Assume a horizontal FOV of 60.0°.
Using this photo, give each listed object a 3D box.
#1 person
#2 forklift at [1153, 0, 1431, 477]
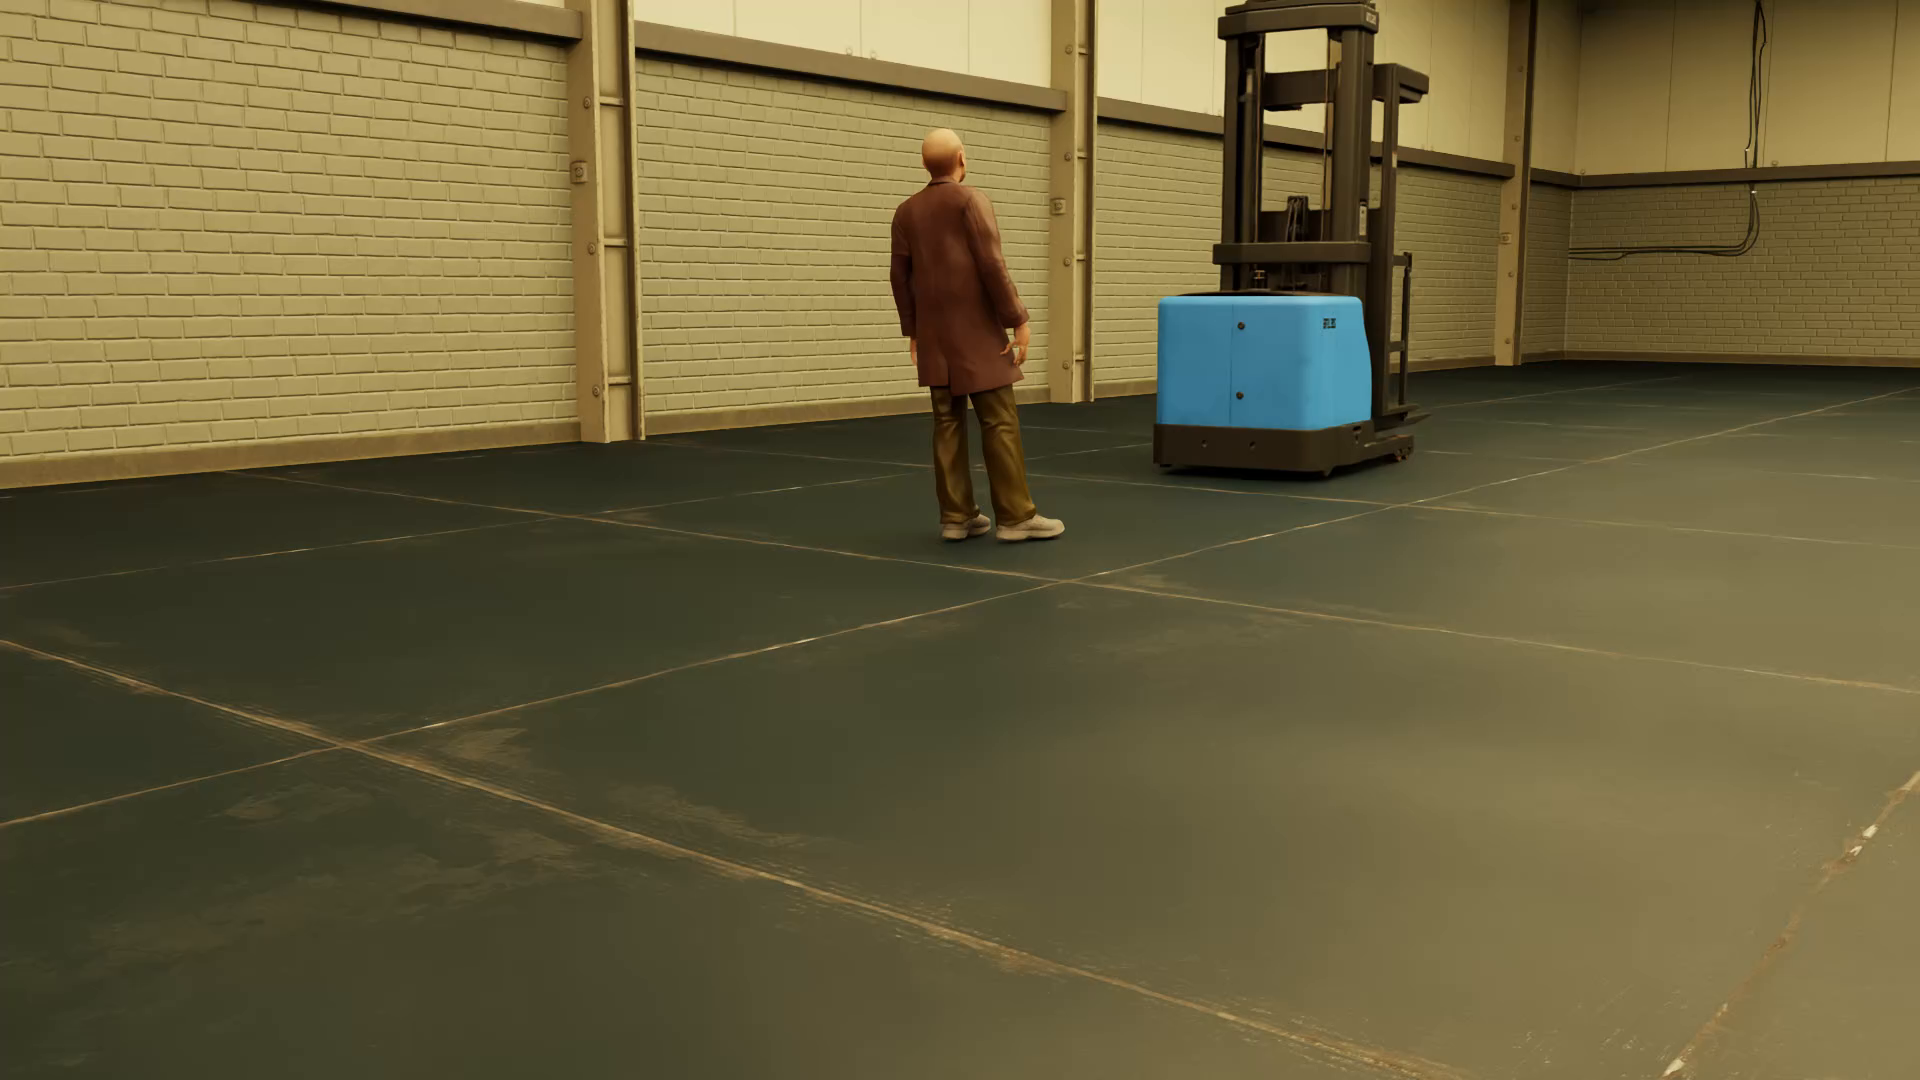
[{"bbox_3d":[0.061,-0.890,7.343,0.696,1.762,0.582,7,11,38],"label":"person"},{"bbox_3d":[2.373,-1.993,10.899,1.130,2.935,3.031,5,10,31],"label":"forklift"}]
